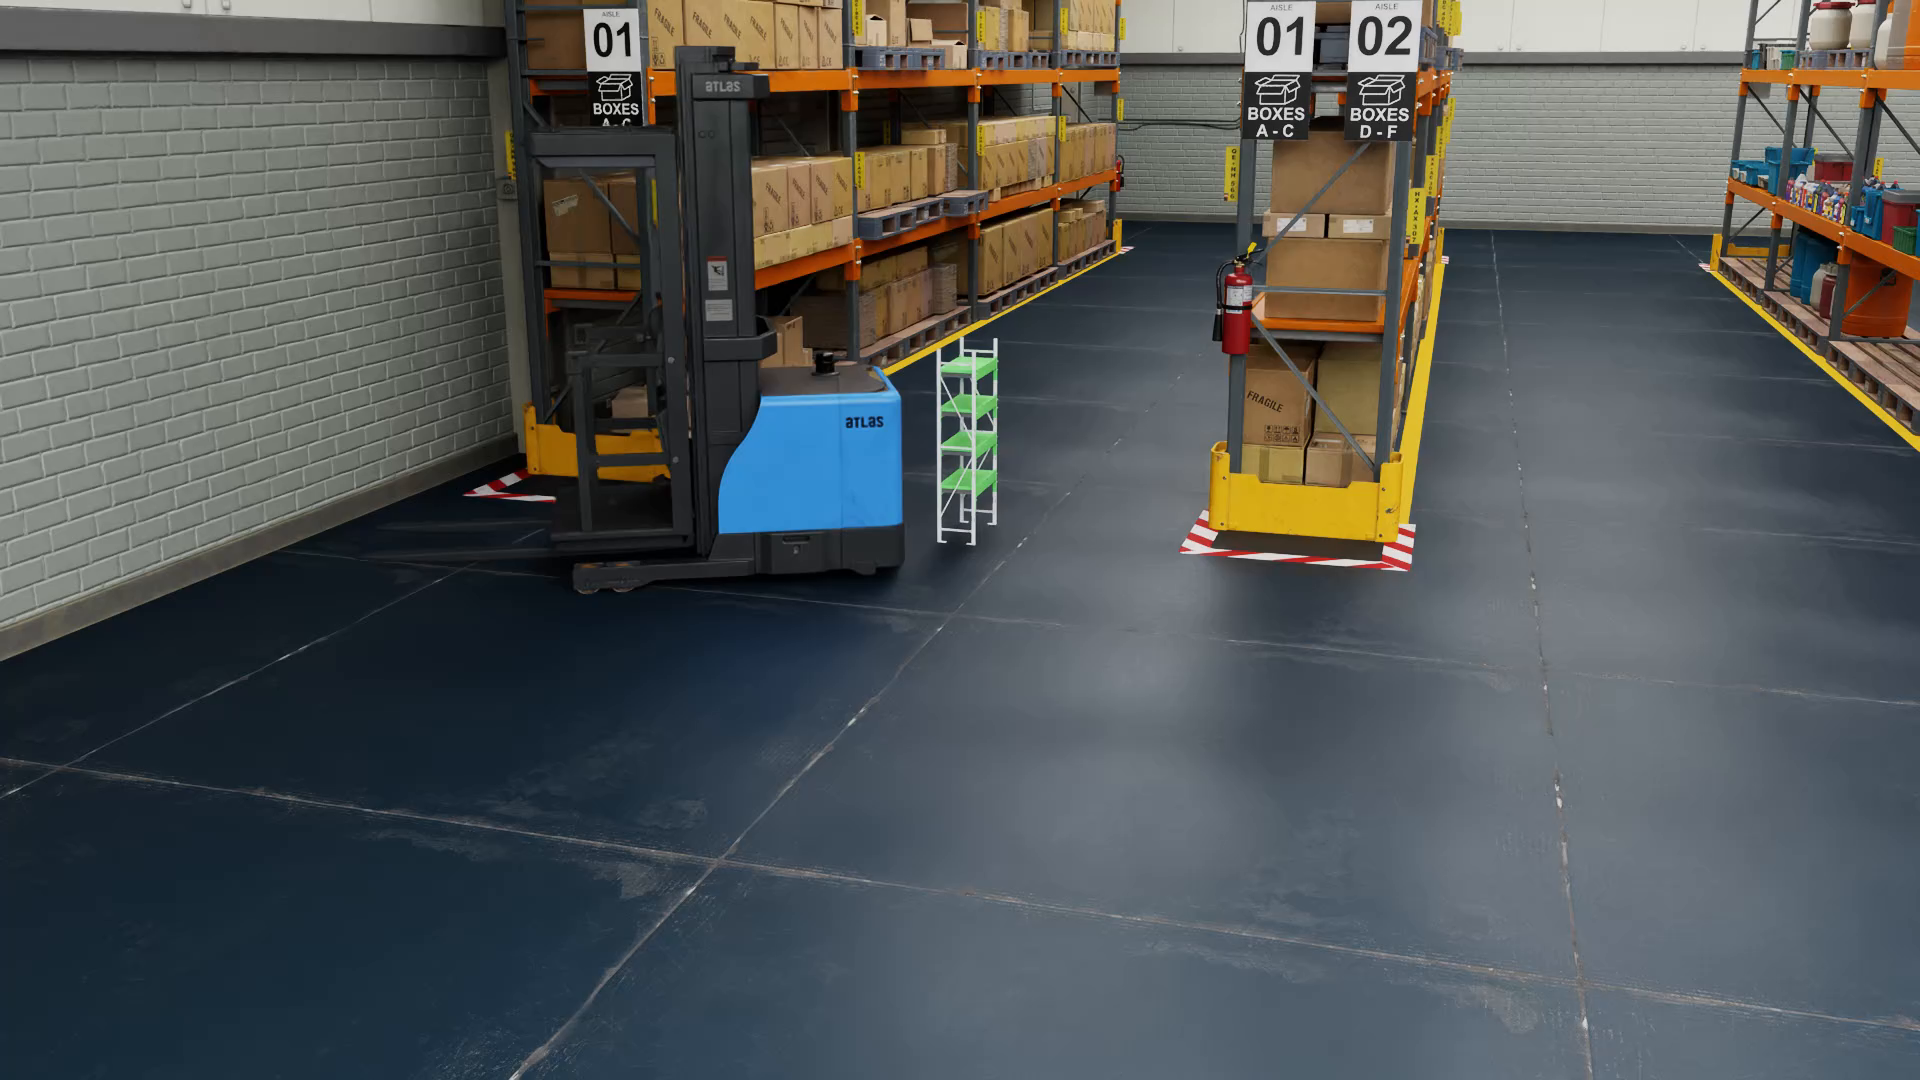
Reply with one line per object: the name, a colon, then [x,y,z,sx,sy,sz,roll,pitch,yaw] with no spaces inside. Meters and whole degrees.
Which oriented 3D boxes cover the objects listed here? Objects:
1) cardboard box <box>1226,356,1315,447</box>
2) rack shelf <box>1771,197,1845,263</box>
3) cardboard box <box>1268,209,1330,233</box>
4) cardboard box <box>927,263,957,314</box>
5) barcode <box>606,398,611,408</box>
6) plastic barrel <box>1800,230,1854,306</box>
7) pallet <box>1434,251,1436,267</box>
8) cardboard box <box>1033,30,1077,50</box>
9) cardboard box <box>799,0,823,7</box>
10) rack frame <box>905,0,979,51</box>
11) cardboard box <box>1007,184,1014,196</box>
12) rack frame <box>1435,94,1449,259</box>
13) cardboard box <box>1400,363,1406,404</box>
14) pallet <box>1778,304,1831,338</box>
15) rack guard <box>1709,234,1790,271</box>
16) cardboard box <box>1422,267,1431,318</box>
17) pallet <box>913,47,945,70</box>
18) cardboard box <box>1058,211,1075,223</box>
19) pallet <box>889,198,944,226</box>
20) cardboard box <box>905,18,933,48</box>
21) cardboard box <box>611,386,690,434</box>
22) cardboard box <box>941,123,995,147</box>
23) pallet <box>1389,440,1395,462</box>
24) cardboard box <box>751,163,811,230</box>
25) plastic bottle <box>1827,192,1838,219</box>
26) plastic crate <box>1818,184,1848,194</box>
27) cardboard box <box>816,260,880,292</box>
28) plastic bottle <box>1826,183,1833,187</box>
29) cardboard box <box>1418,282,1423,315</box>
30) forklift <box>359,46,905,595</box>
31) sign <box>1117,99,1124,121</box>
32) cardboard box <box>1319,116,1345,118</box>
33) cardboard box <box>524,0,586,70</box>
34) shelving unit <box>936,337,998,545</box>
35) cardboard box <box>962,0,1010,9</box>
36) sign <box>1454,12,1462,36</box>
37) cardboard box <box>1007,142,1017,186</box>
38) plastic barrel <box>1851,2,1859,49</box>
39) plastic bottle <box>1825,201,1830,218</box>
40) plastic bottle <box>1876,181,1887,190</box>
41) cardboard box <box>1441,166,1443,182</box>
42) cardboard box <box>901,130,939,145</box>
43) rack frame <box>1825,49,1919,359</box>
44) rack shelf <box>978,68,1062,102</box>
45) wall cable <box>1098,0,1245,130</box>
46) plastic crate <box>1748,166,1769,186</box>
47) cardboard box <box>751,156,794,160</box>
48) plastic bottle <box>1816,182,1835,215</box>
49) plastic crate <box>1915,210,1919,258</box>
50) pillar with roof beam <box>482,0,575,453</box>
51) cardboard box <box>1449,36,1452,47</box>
cardboard box: [2.053,-0.923,10.981,0.500,0.500,0.500,5,16,16]
rack shelf: [9.776,-3.404,18.154,1.077,0.370,4.000,5,16,16]
cardboard box: [2.185,-2.063,10.733,0.380,0.149,0.250,5,17,17]
cardboard box: [-0.445,-2.812,18.522,0.700,0.500,0.500,5,17,17]
barcode: [-2.660,-1.035,12.585,0.001,0.075,0.075,5,16,16]
plastic barrel: [9.972,-3.140,18.979,0.600,0.901,0.708,5,16,16]
pallet: [6.486,-4.135,24.522,1.003,0.211,1.213,5,16,16]
cardboard box: [1.295,-6.823,22.714,0.500,0.250,0.500,5,16,16]
cardboard box: [-1.456,-4.634,13.620,0.500,0.500,0.500,6,17,19]
rack frame: [-0.291,-6.882,18.101,1.000,3.000,0.127,5,16,16]
cardboard box: [0.450,-4.355,20.609,0.380,0.149,0.250,5,17,16]
rack frame: [6.733,-5.705,24.947,1.000,3.000,0.127,5,16,16]
cardboard box: [3.401,-1.307,13.709,0.500,0.250,0.500,5,16,16]
pallet: [9.741,-2.413,18.451,1.003,0.211,1.213,5,16,16]
rack guard: [11.476,-4.125,23.957,1.175,0.500,0.348,5,16,16]
cardboard box: [4.863,-2.718,18.191,0.500,0.500,0.500,5,17,18]
pallet: [-0.858,-4.727,16.344,1.213,0.211,1.003,5,16,16]
cardboard box: [1.429,-4.617,23.732,0.380,0.149,0.250,5,17,18]
pallet: [-0.814,-3.382,17.108,1.003,0.211,1.213,5,16,16]
cardboard box: [-0.748,-5.166,17.323,0.797,0.503,0.637,7,17,24]
cardboard box: [-2.281,-0.995,12.461,0.500,0.311,0.500,3,16,10]
cardboard box: [0.094,-4.664,19.135,0.500,0.250,0.500,5,17,17]
pallet: [2.712,-0.699,12.408,1.003,0.211,1.213,5,16,16]
cardboard box: [-1.555,-2.838,13.701,0.500,0.500,0.500,4,16,14]
plastic bottle: [9.140,-3.495,17.391,0.097,0.271,0.097,0,16,0]
plastic crate: [10.614,-4.287,20.318,0.396,0.136,0.243,5,16,16]
cardboard box: [-1.112,-2.628,16.499,0.500,0.250,0.500,4,16,15]
plastic bottle: [9.730,-3.869,18.699,0.152,0.276,0.135,5,16,16]
cardboard box: [4.406,-2.469,16.778,0.500,0.311,0.500,4,16,15]
forklift: [-1.885,-1.261,9.403,3.031,2.935,1.130,-3,16,-10]
sign: [2.499,-6.714,25.947,0.100,0.325,0.005,5,16,16]
cardboard box: [3.203,-3.122,13.277,0.700,0.500,0.500,5,17,16]
cardboard box: [-2.688,-3.532,11.569,0.500,0.500,0.500,6,17,20]
shelving unit: [0.047,-0.621,10.318,0.258,1.200,0.503,5,16,16]
cardboard box: [0.328,-6.740,20.734,0.500,0.250,0.500,4,16,14]
sign: [7.260,-7.526,24.247,0.100,0.325,0.005,5,16,16]
cardboard box: [0.393,-4.570,20.178,0.500,0.500,0.500,5,16,16]
plastic barrel: [10.280,-5.755,18.511,0.600,0.588,0.600,0,16,0]
plastic bottle: [9.168,-3.487,17.491,0.097,0.201,0.097,0,16,0]
plastic bottle: [9.900,-3.673,17.871,0.144,0.351,0.185,5,16,16]
cardboard box: [6.433,-5.217,23.043,0.500,0.500,0.500,4,16,15]
cardboard box: [-0.437,-4.390,18.130,0.380,0.149,0.250,2,16,7]
rack frame: [9.208,-3.227,16.211,1.000,3.000,0.127,5,16,16]
rack shelf: [0.278,-5.616,20.453,1.077,0.370,4.000,5,16,16]
wall cable: [3.933,-8.933,31.023,3.097,2.526,0.112,5,16,16]
plastic crate: [10.636,-4.807,21.975,0.416,0.233,0.300,5,16,16]
cardboard box: [-1.761,-3.141,14.769,0.500,0.500,0.500,4,16,15]
plastic bottle: [9.324,-3.680,17.897,0.144,0.351,0.185,5,16,16]
plastic crate: [8.086,-2.486,13.626,0.392,0.384,0.575,5,16,16]
pillar with roof beam: [0.933,-4.705,10.427,9.100,9.000,0.400,5,16,16]
cardboard box: [6.267,-6.639,22.101,0.500,0.250,0.500,5,16,16]
